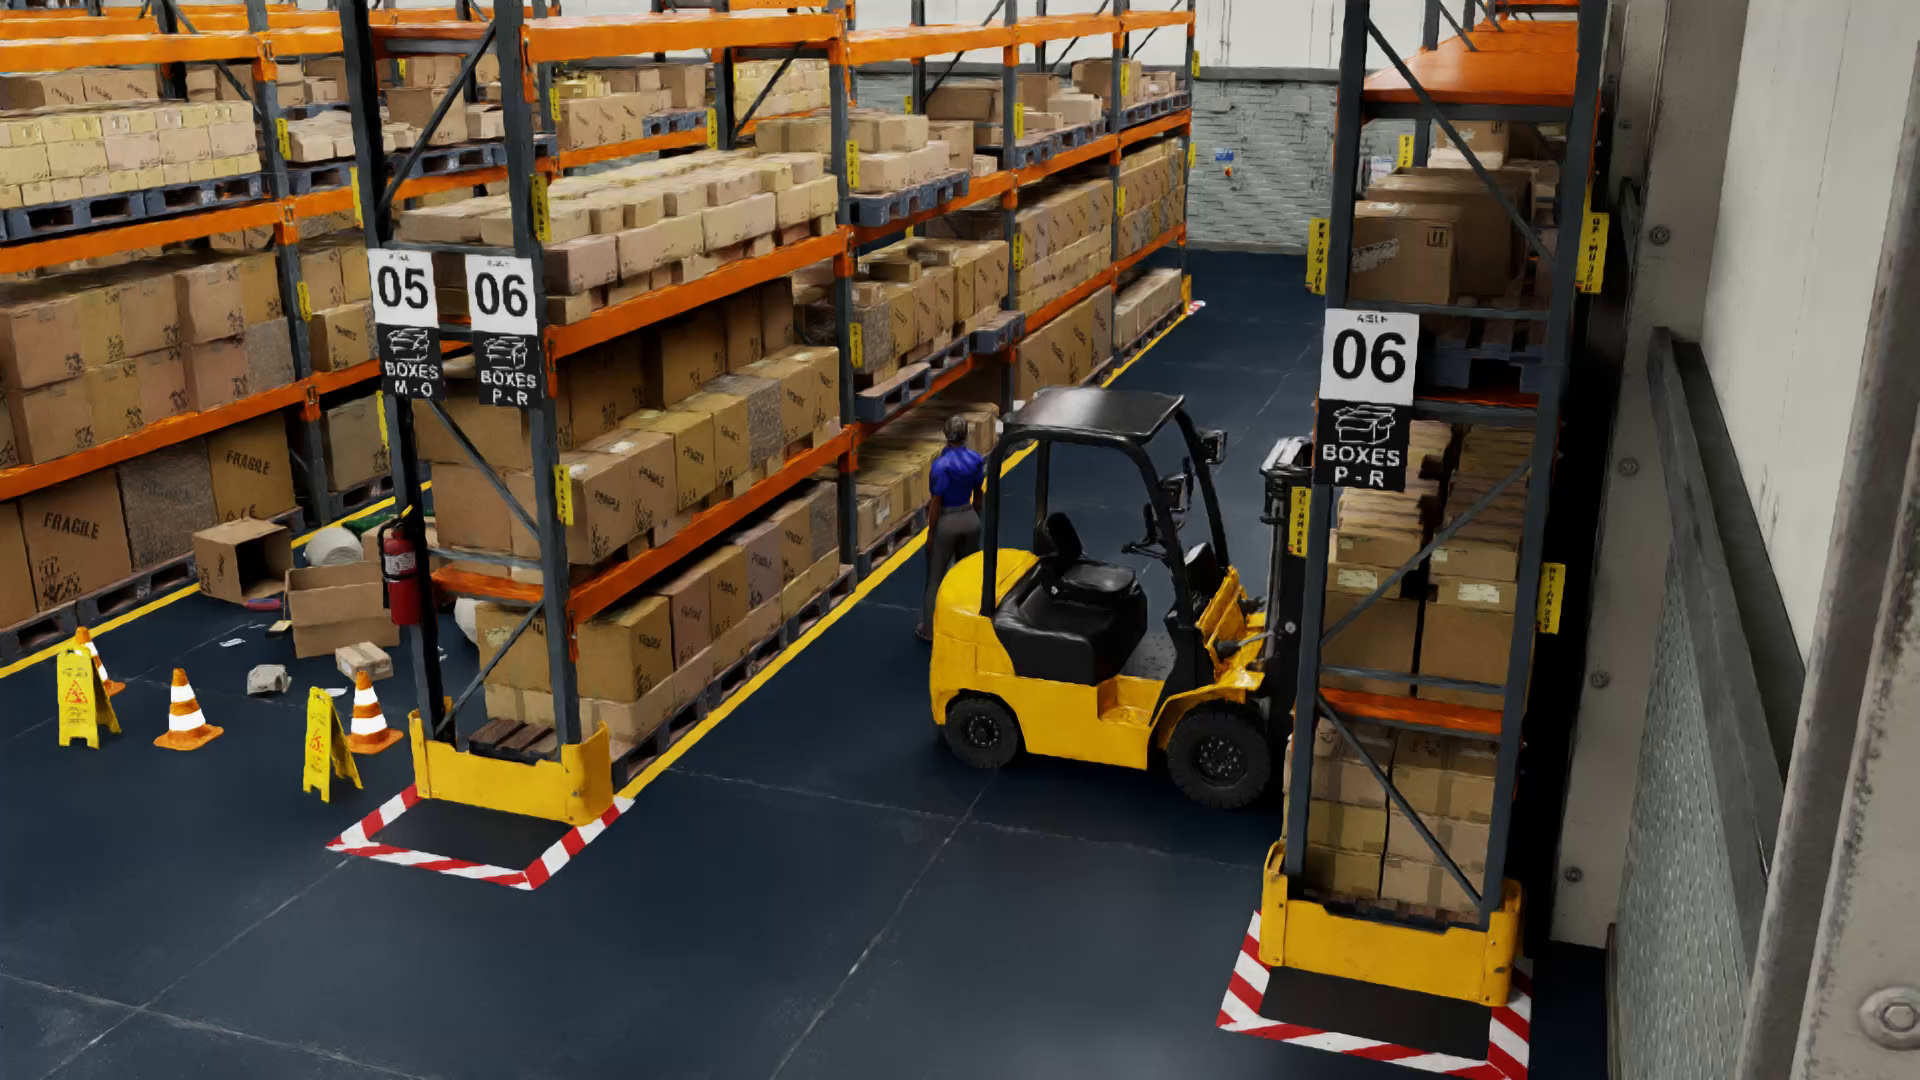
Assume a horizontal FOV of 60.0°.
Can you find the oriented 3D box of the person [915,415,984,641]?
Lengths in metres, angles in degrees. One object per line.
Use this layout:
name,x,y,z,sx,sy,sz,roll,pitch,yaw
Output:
person,-0.075,-0.096,11.814,0.486,1.662,0.438,-12,22,-32
